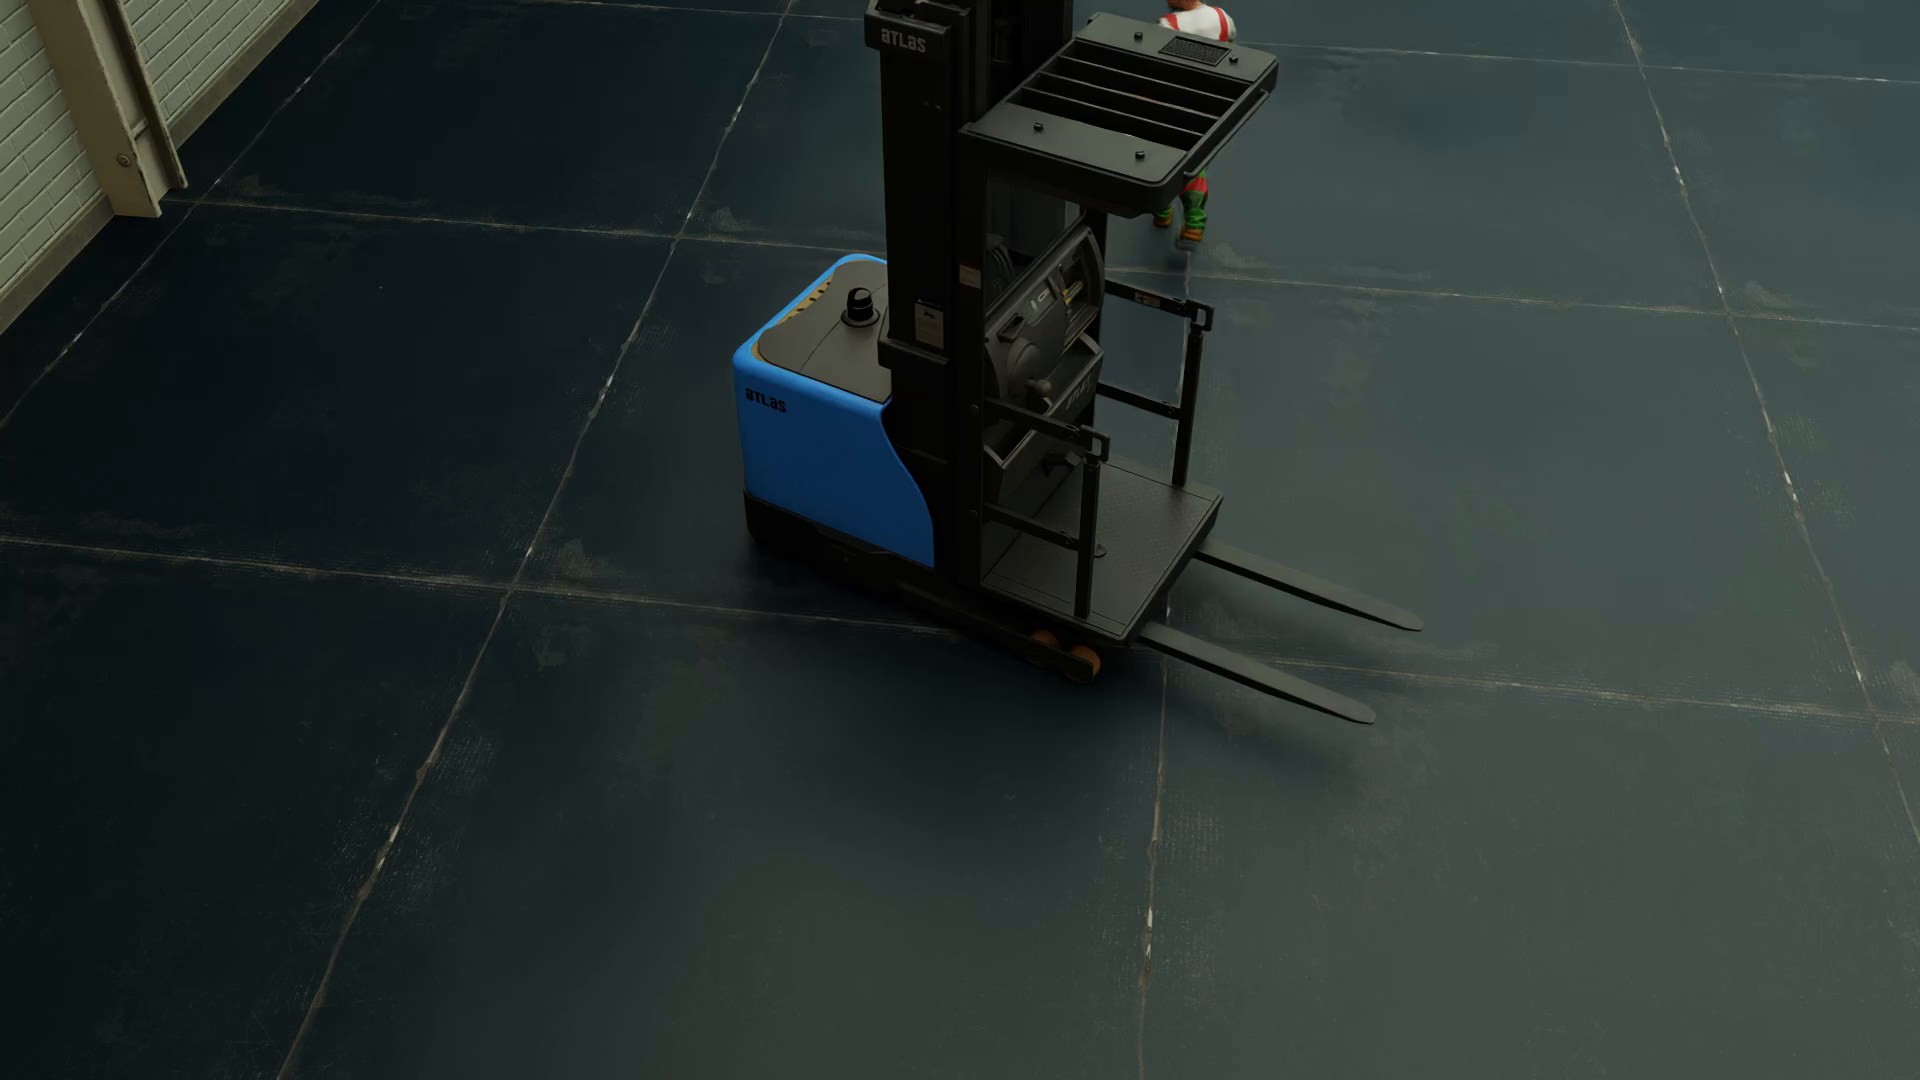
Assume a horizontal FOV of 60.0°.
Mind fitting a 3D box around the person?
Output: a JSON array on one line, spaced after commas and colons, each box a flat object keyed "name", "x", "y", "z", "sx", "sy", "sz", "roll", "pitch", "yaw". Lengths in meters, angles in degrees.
[{"name": "person", "x": 1.191, "y": -2.422, "z": 9.277, "sx": 0.628, "sy": 1.706, "sz": 0.782, "roll": -1, "pitch": 43, "yaw": -1}]

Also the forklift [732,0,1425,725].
[{"name": "forklift", "x": 0.529, "y": -0.874, "z": 6.675, "sx": 3.031, "sy": 2.935, "sz": 1.130, "roll": 21, "pitch": 47, "yaw": 22}]
